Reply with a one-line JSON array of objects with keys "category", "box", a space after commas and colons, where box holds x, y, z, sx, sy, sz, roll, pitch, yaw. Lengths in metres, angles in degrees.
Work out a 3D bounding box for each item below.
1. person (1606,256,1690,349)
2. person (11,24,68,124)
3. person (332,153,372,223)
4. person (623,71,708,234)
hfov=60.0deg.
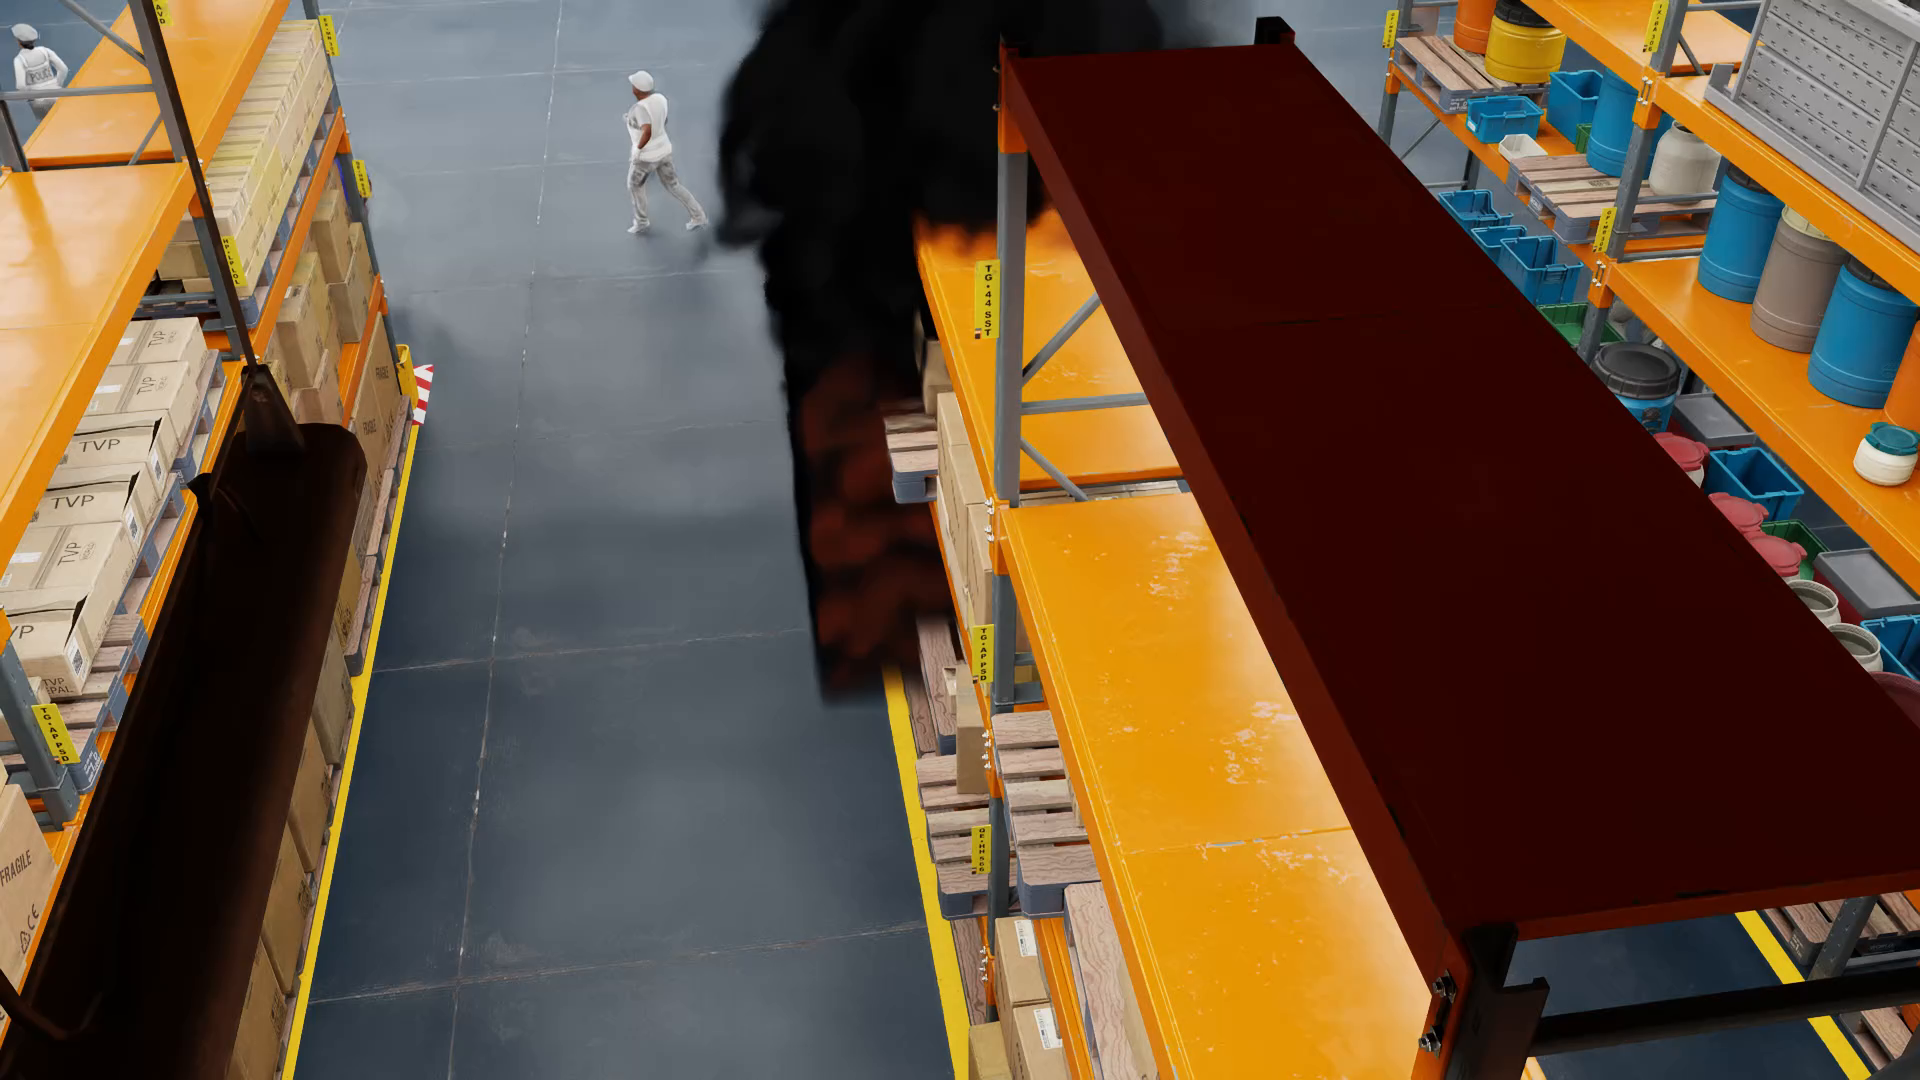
[{"category": "person", "box": [6.172, -2.193, 14.990, 0.685, 1.867, 0.754, -8, 37, -11]}, {"category": "person", "box": [-10.367, -5.027, 18.908, 0.519, 1.664, 0.610, 24, 43, 29]}, {"category": "person", "box": [-6.009, -3.111, 16.303, 0.576, 1.680, 0.815, -30, 46, -35]}, {"category": "person", "box": [-3.164, -3.979, 17.369, 0.928, 1.832, 0.695, 19, 40, 23]}]
